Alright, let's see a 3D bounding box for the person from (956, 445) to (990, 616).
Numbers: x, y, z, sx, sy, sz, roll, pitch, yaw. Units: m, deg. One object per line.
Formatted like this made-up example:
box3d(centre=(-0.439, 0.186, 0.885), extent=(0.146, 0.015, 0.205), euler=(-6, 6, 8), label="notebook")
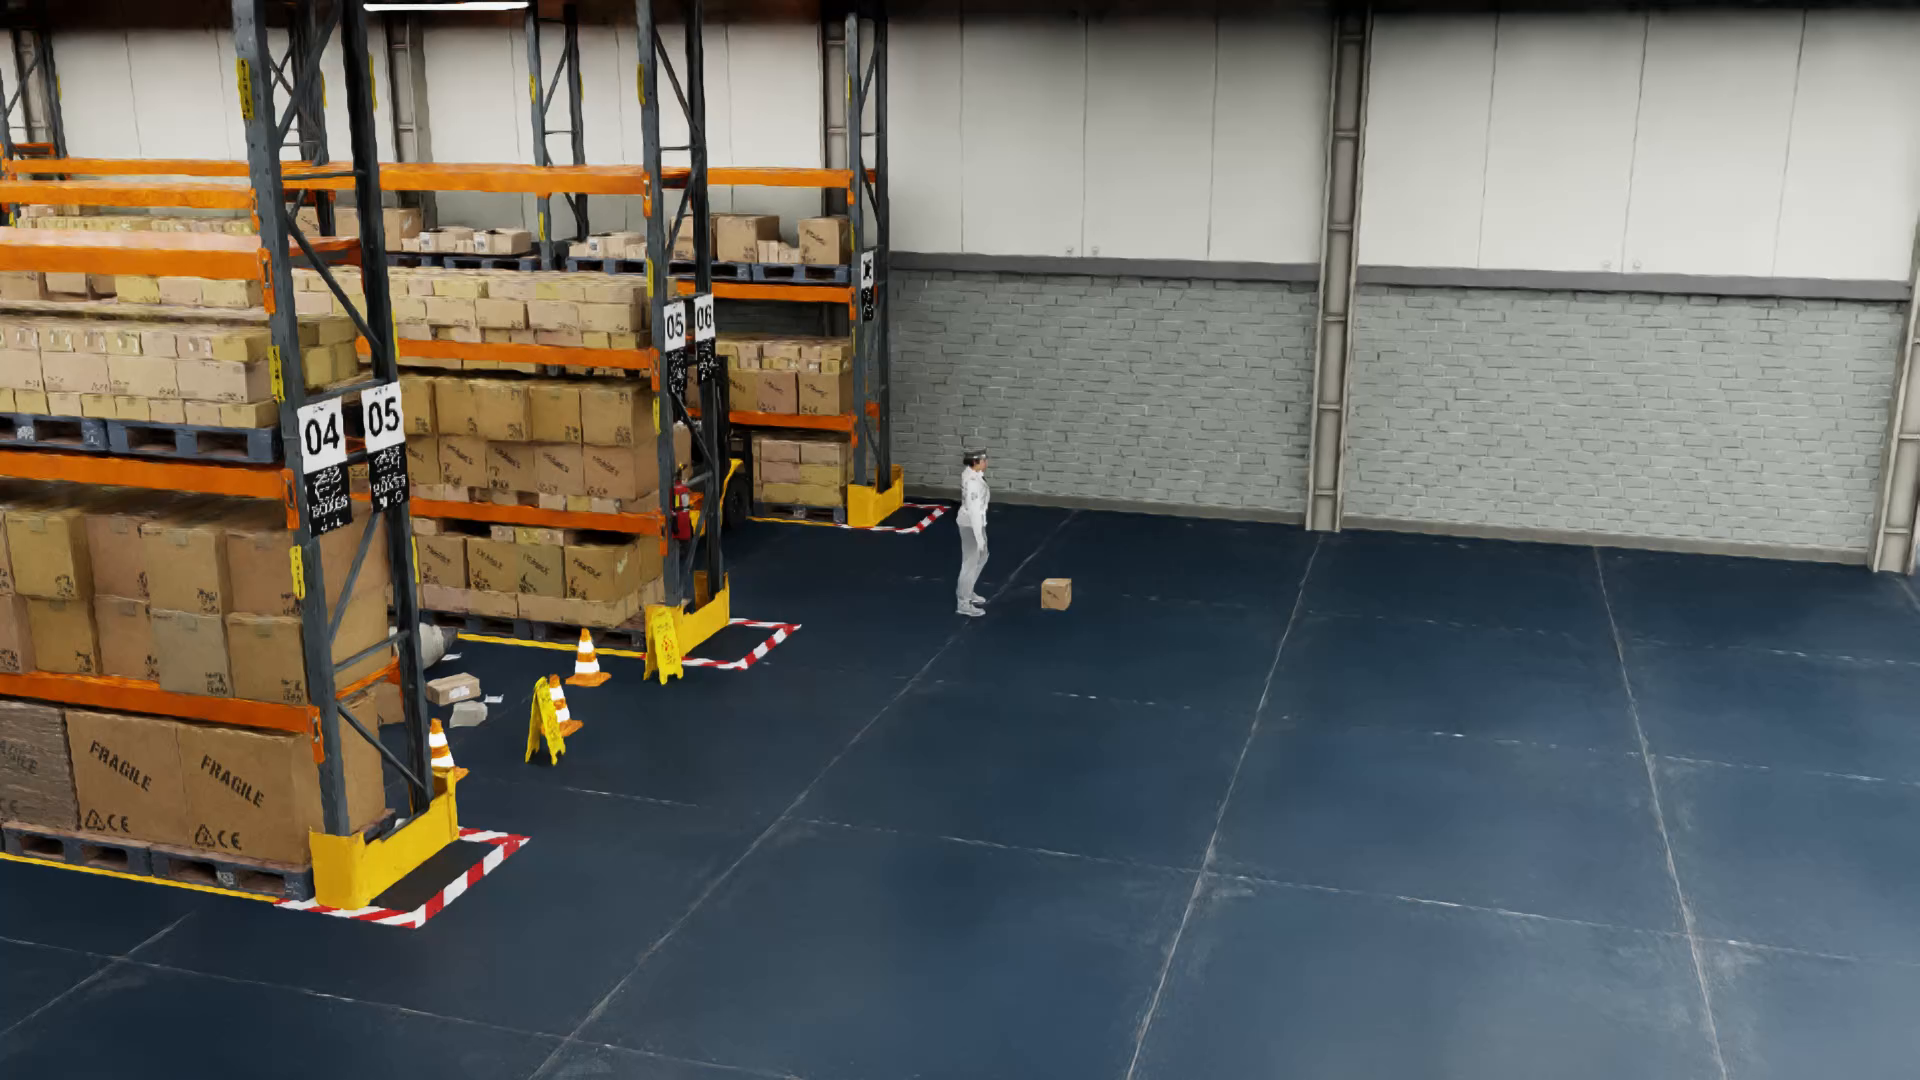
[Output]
box3d(centre=(0.125, -0.115, 16.276), extent=(0.347, 1.680, 0.562), euler=(-2, 15, -6), label="person")
